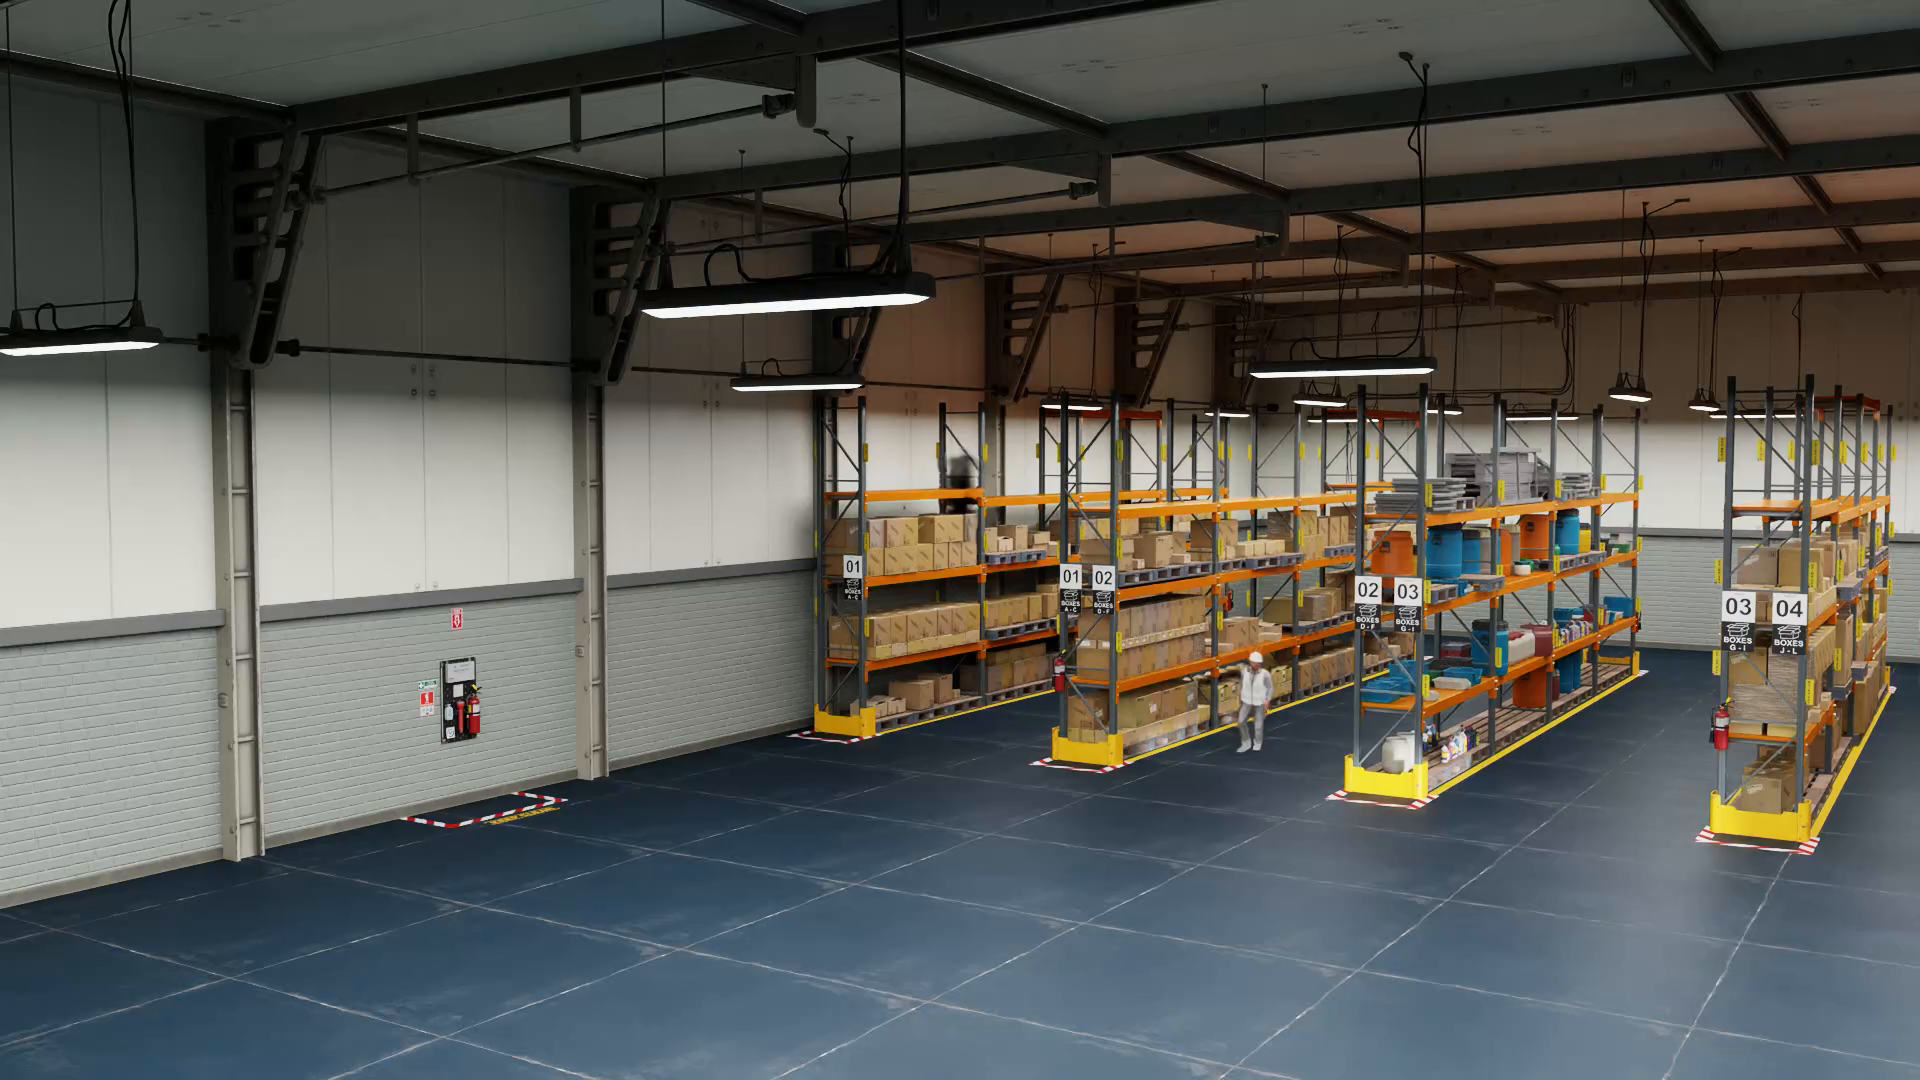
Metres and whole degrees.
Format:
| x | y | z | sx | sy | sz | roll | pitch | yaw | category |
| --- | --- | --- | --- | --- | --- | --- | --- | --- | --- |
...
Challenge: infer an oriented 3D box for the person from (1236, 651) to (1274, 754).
| x | y | z | sx | sy | sz | roll | pitch | yaw | category |
| --- | --- | --- | --- | --- | --- | --- | --- | --- | --- |
| 4.925 | 2.695 | 27.654 | 0.627 | 1.724 | 0.782 | 1 | 3 | 19 | person |
